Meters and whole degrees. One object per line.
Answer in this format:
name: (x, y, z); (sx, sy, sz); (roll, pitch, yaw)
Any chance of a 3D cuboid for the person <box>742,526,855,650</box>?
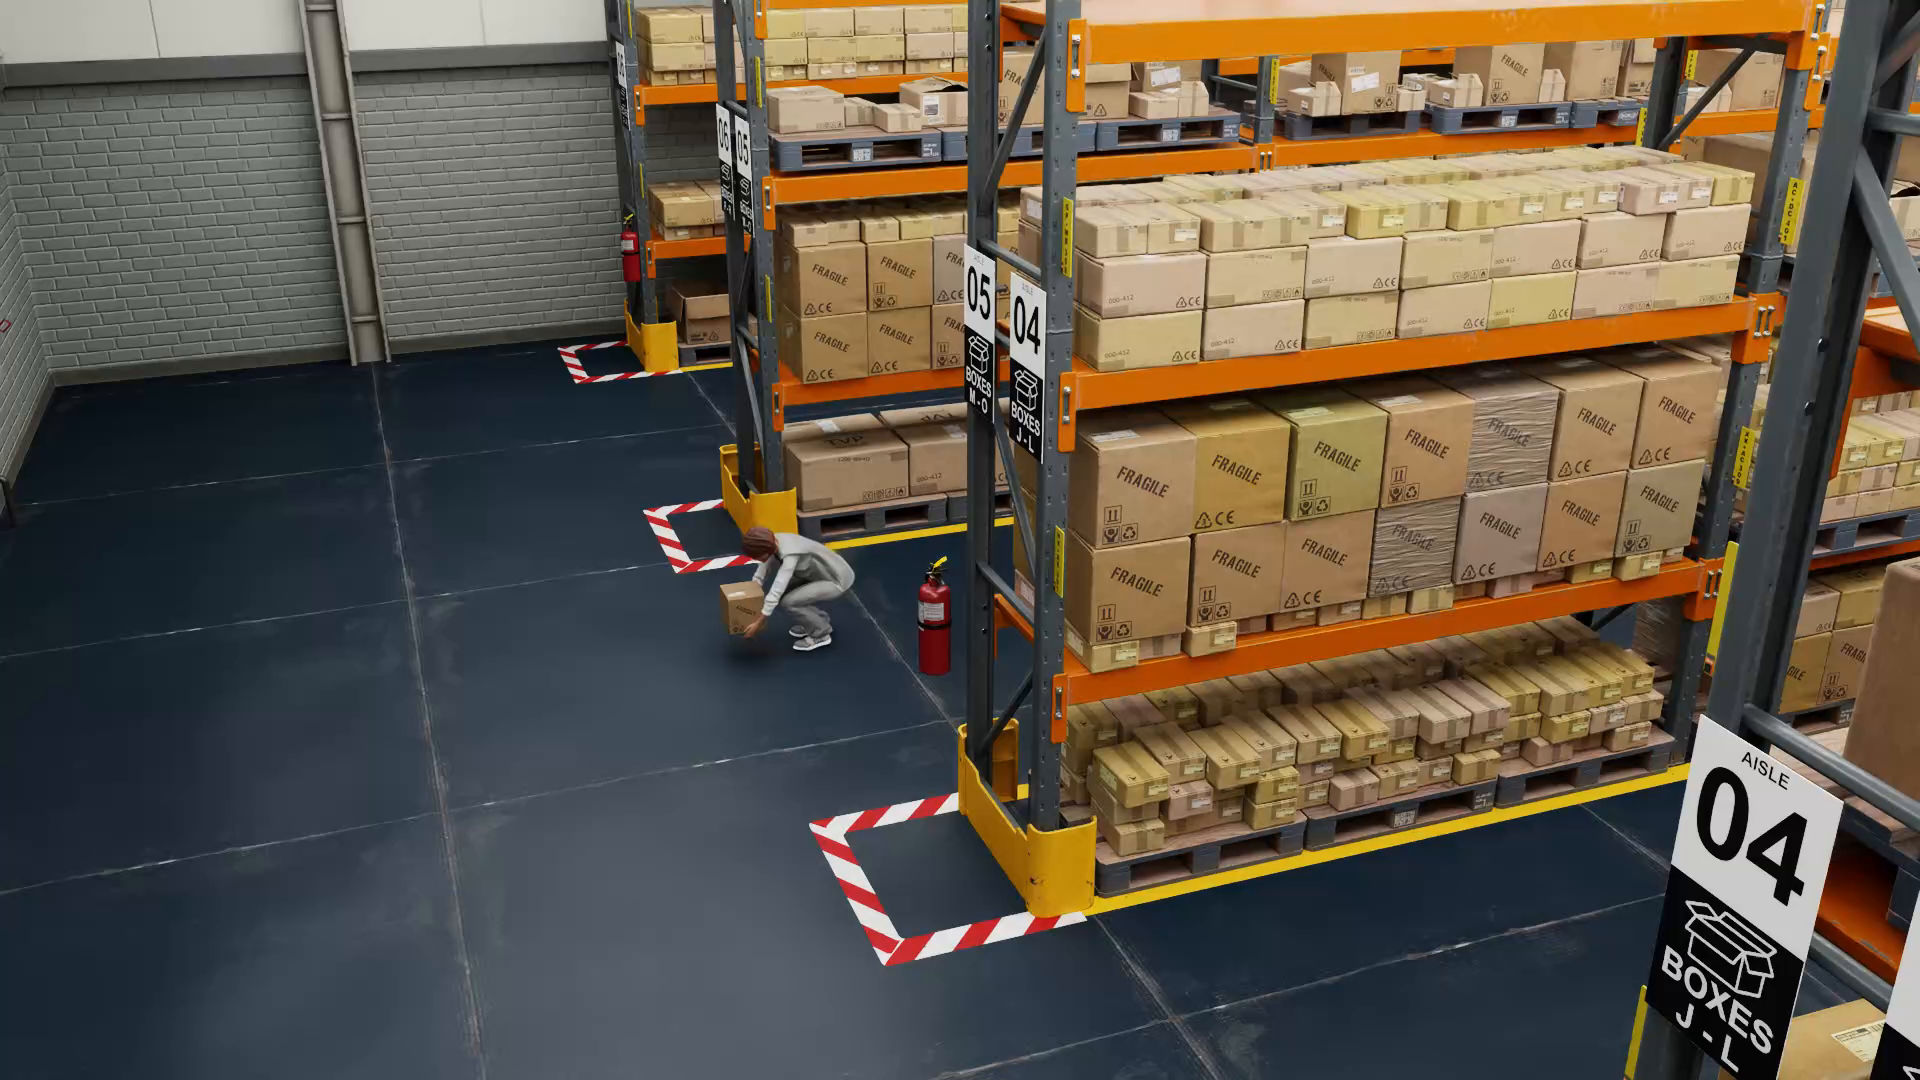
person: (-1.092, 0.325, 11.051); (0.812, 0.819, 0.446); (-8, 24, -19)
